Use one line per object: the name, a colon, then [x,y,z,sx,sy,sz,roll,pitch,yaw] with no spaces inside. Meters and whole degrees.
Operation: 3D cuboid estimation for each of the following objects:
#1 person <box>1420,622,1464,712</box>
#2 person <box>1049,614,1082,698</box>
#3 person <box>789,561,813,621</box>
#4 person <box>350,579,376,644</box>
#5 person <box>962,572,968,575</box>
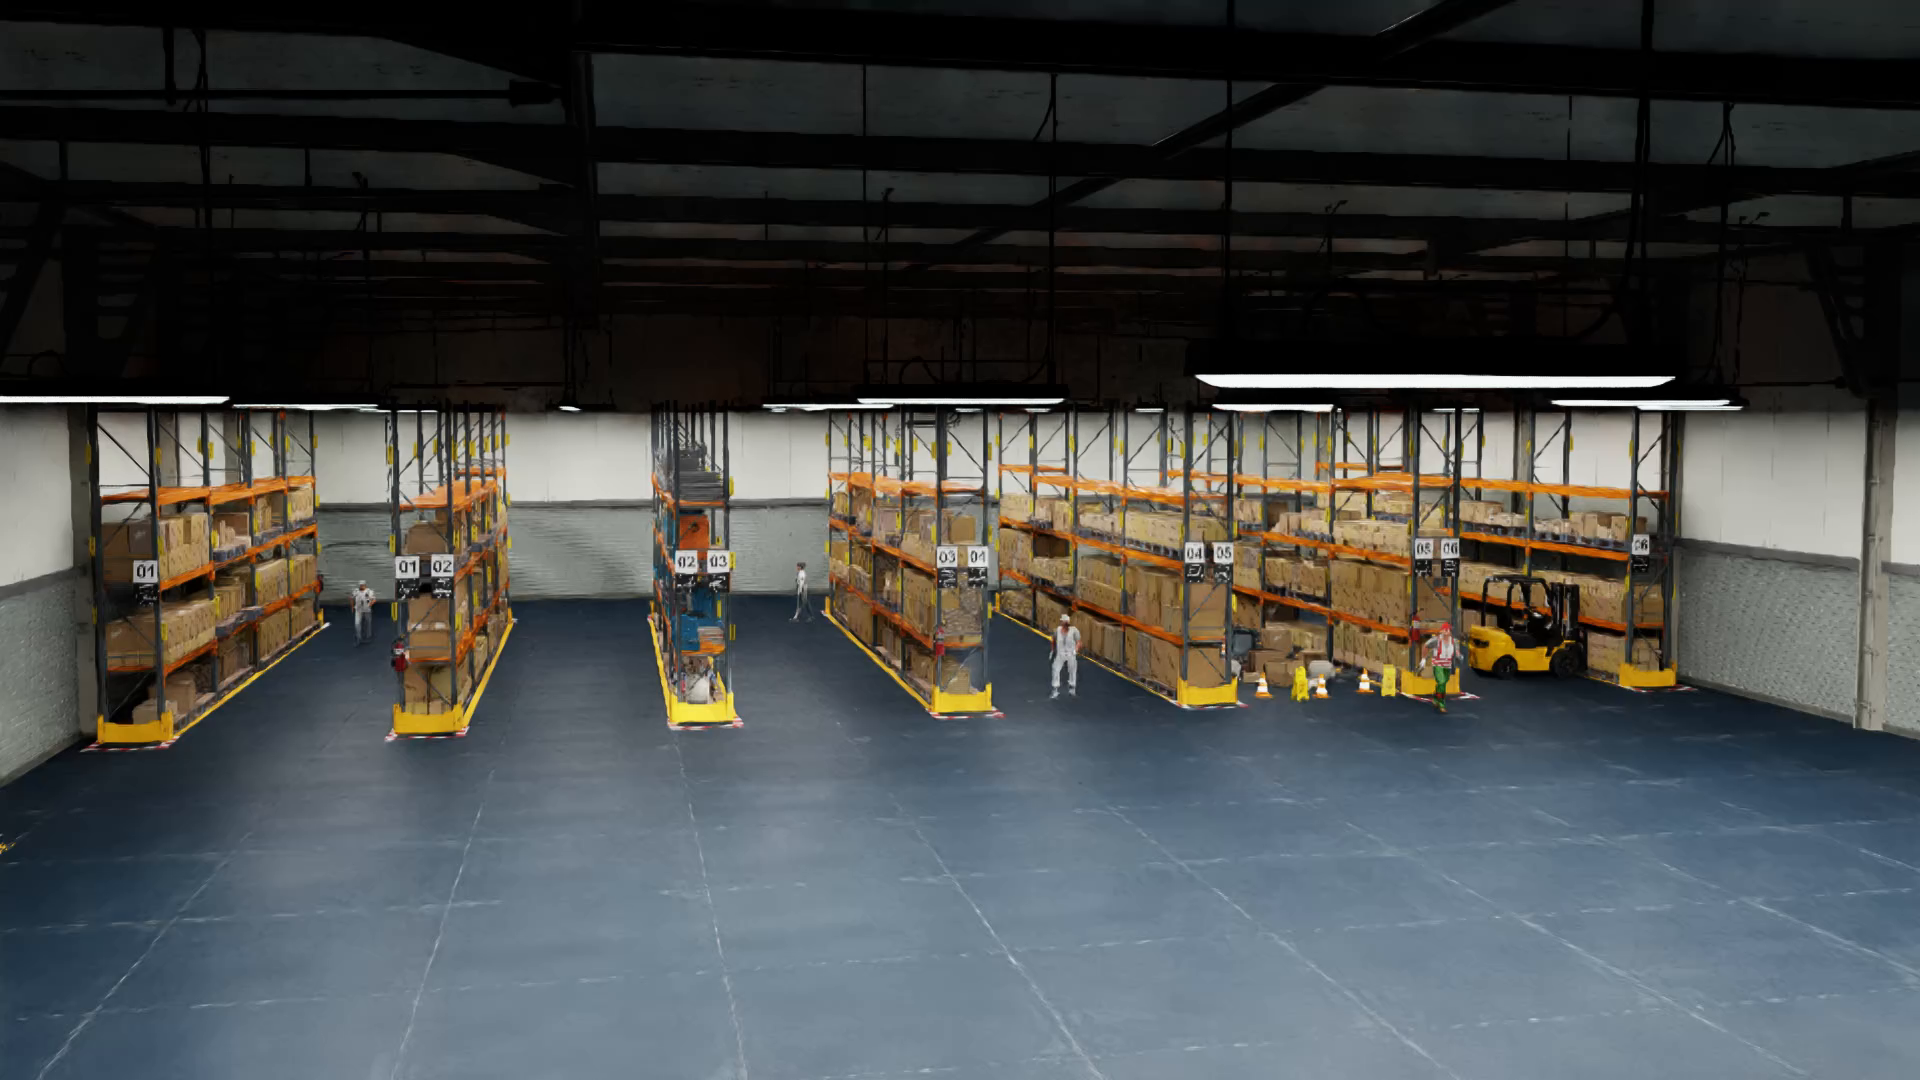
person: [9.342,2.432,32.231,0.701,1.714,0.868,-1,4,-15]
person: [2.119,2.332,33.466,0.671,1.732,0.749,1,4,10]
person: [-4.409,1.413,46.078,0.660,1.651,0.595,-1,4,-13]
person: [-15.009,1.776,41.838,0.628,1.599,0.823,-1,5,-17]
person: [0.233,1.158,48.958,0.595,1.717,1.068,0,4,6]
